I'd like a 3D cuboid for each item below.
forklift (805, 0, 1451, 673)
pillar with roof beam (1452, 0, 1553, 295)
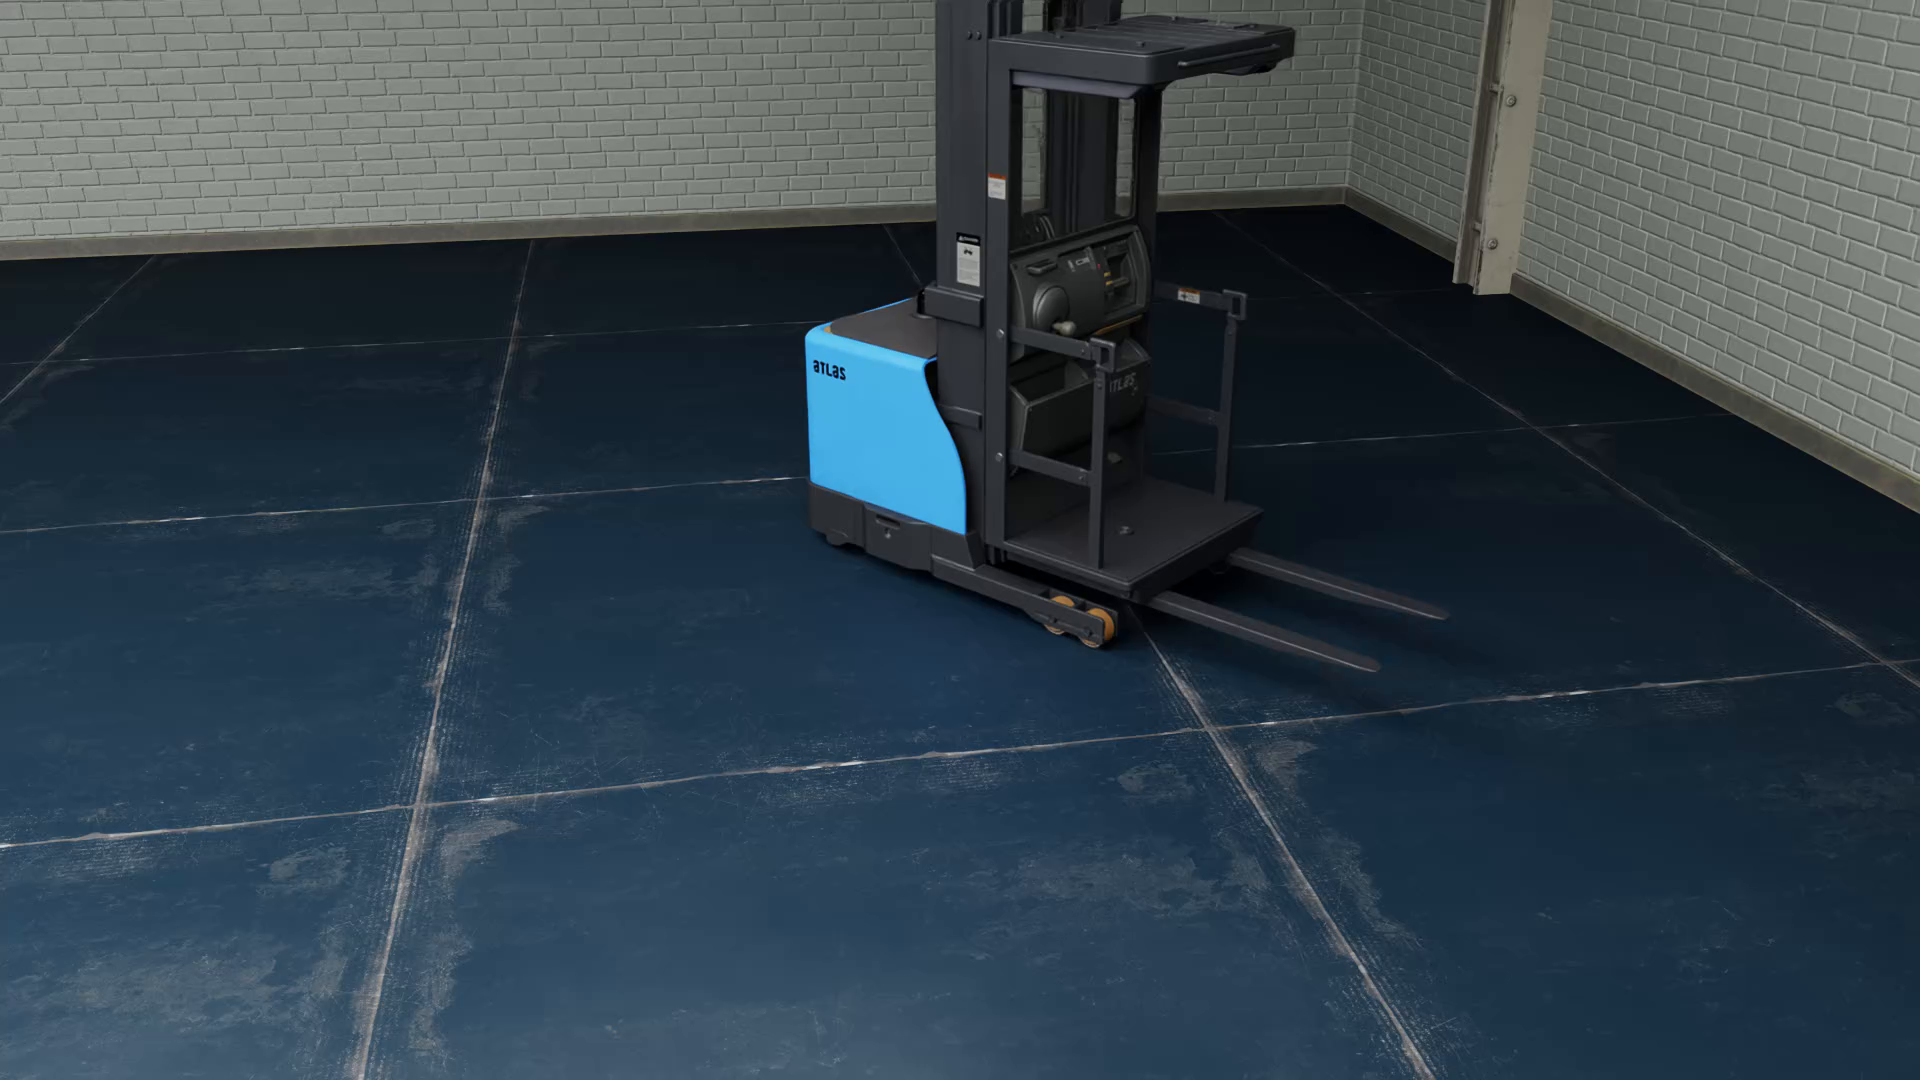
[{"bbox_3d":[0.697,-1.117,7.145,3.031,2.935,1.130,19,30,37],"label":"forklift"},{"bbox_3d":[-0.253,-5.730,10.127,9.100,9.000,0.400,-4,24,-10],"label":"pillar with roof beam"}]
